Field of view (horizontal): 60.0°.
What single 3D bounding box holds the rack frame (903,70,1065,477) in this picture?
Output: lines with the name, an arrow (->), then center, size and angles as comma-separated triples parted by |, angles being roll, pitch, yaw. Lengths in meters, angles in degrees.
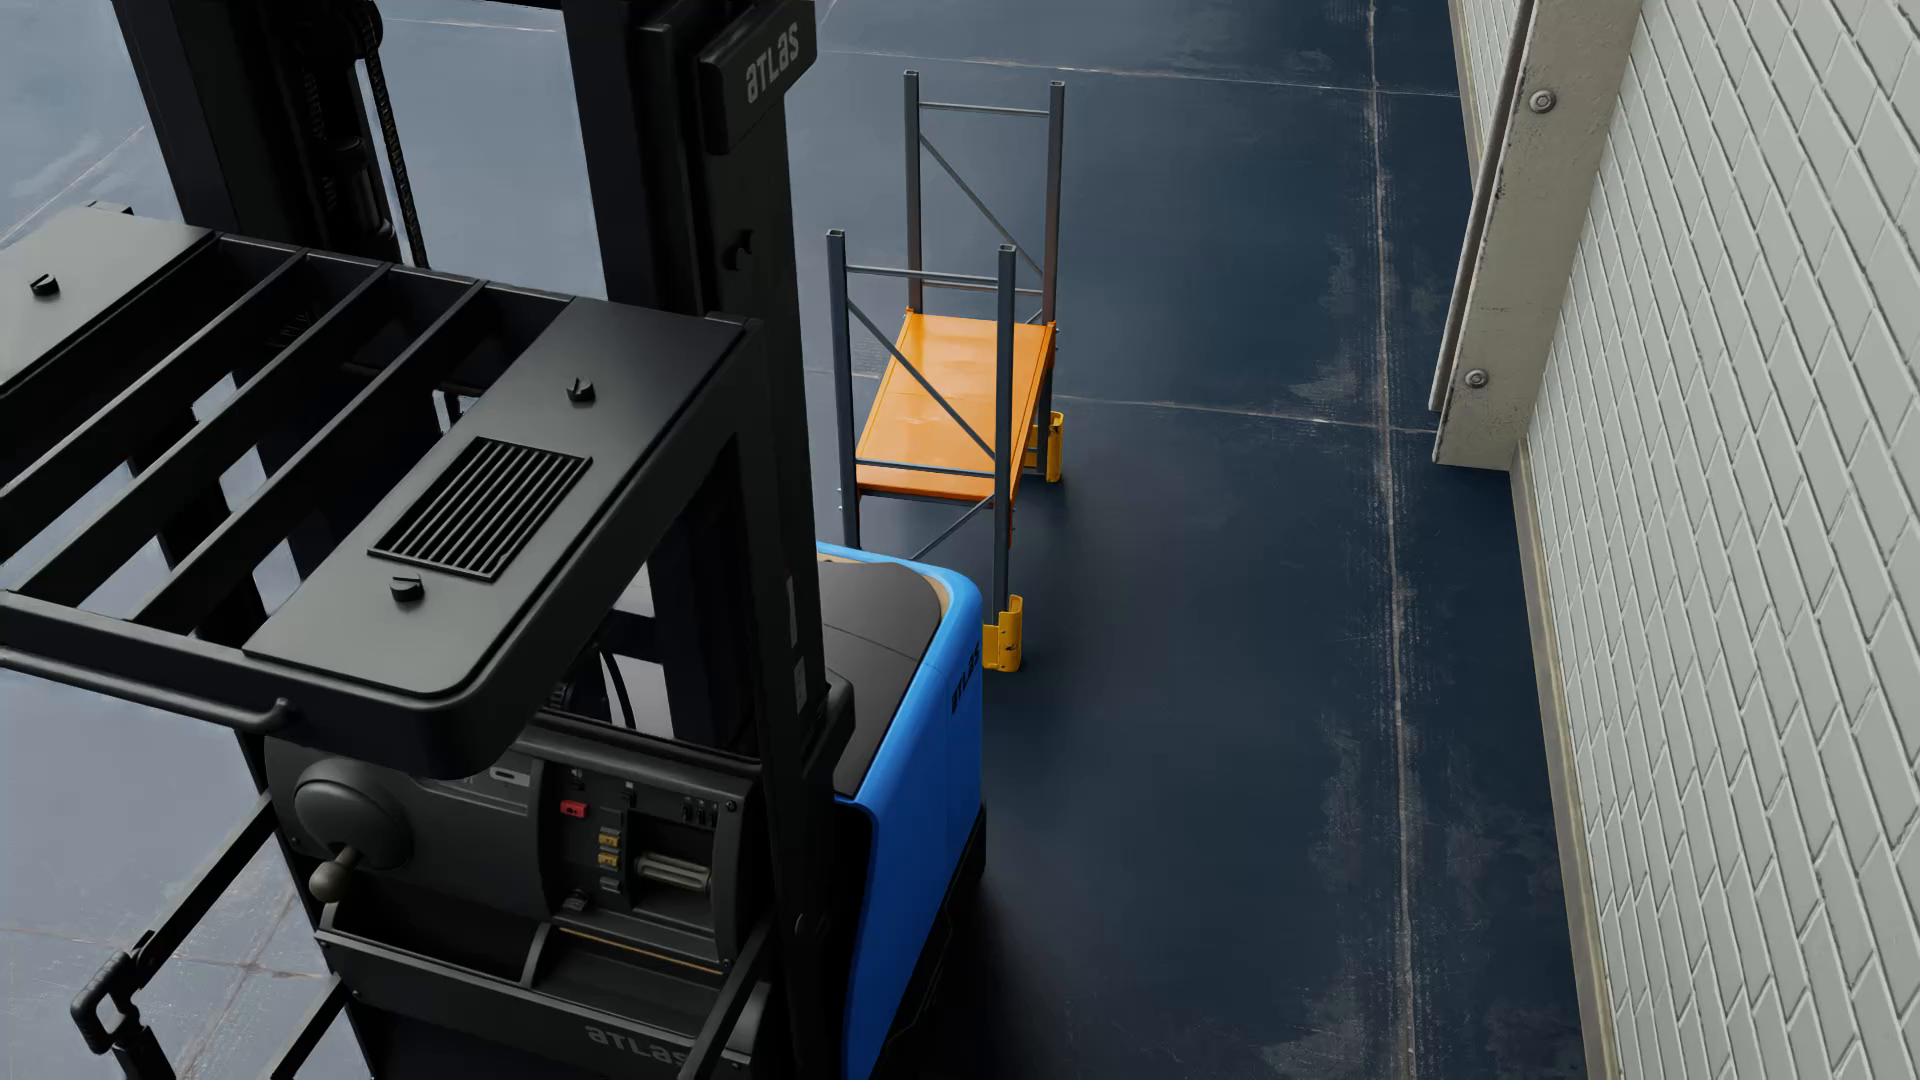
rack frame -> 0.073, -0.844, 5.593 | 0.500, 1.500, 0.032 | 6, 40, 8

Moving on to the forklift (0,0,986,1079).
forklift -> -0.869, 0.579, 2.750 | 1.130, 2.935, 3.031 | 12, 41, 14

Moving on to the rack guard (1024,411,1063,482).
rack guard -> 0.073, -0.361, 5.991 | 0.587, 0.250, 0.087 | 6, 40, 8

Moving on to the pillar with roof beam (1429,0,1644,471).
pillar with roof beam -> -2.321, -4.332, 3.928 | 9.100, 9.000, 0.400 | 6, 40, 8

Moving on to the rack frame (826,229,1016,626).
rack frame -> -0.103, -0.205, 4.821 | 0.500, 1.500, 0.032 | 6, 40, 8

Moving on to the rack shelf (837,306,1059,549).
rack shelf -> -0.015, -0.386, 5.322 | 0.538, 0.185, 1.000 | 6, 40, 8

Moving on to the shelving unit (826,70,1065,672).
shelving unit -> -0.013, -0.530, 5.214 | 0.587, 1.500, 1.083 | 6, 40, 8

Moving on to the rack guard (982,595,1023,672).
rack guard -> -0.099, 0.264, 5.234 | 0.587, 0.250, 0.087 | 6, 40, 8
